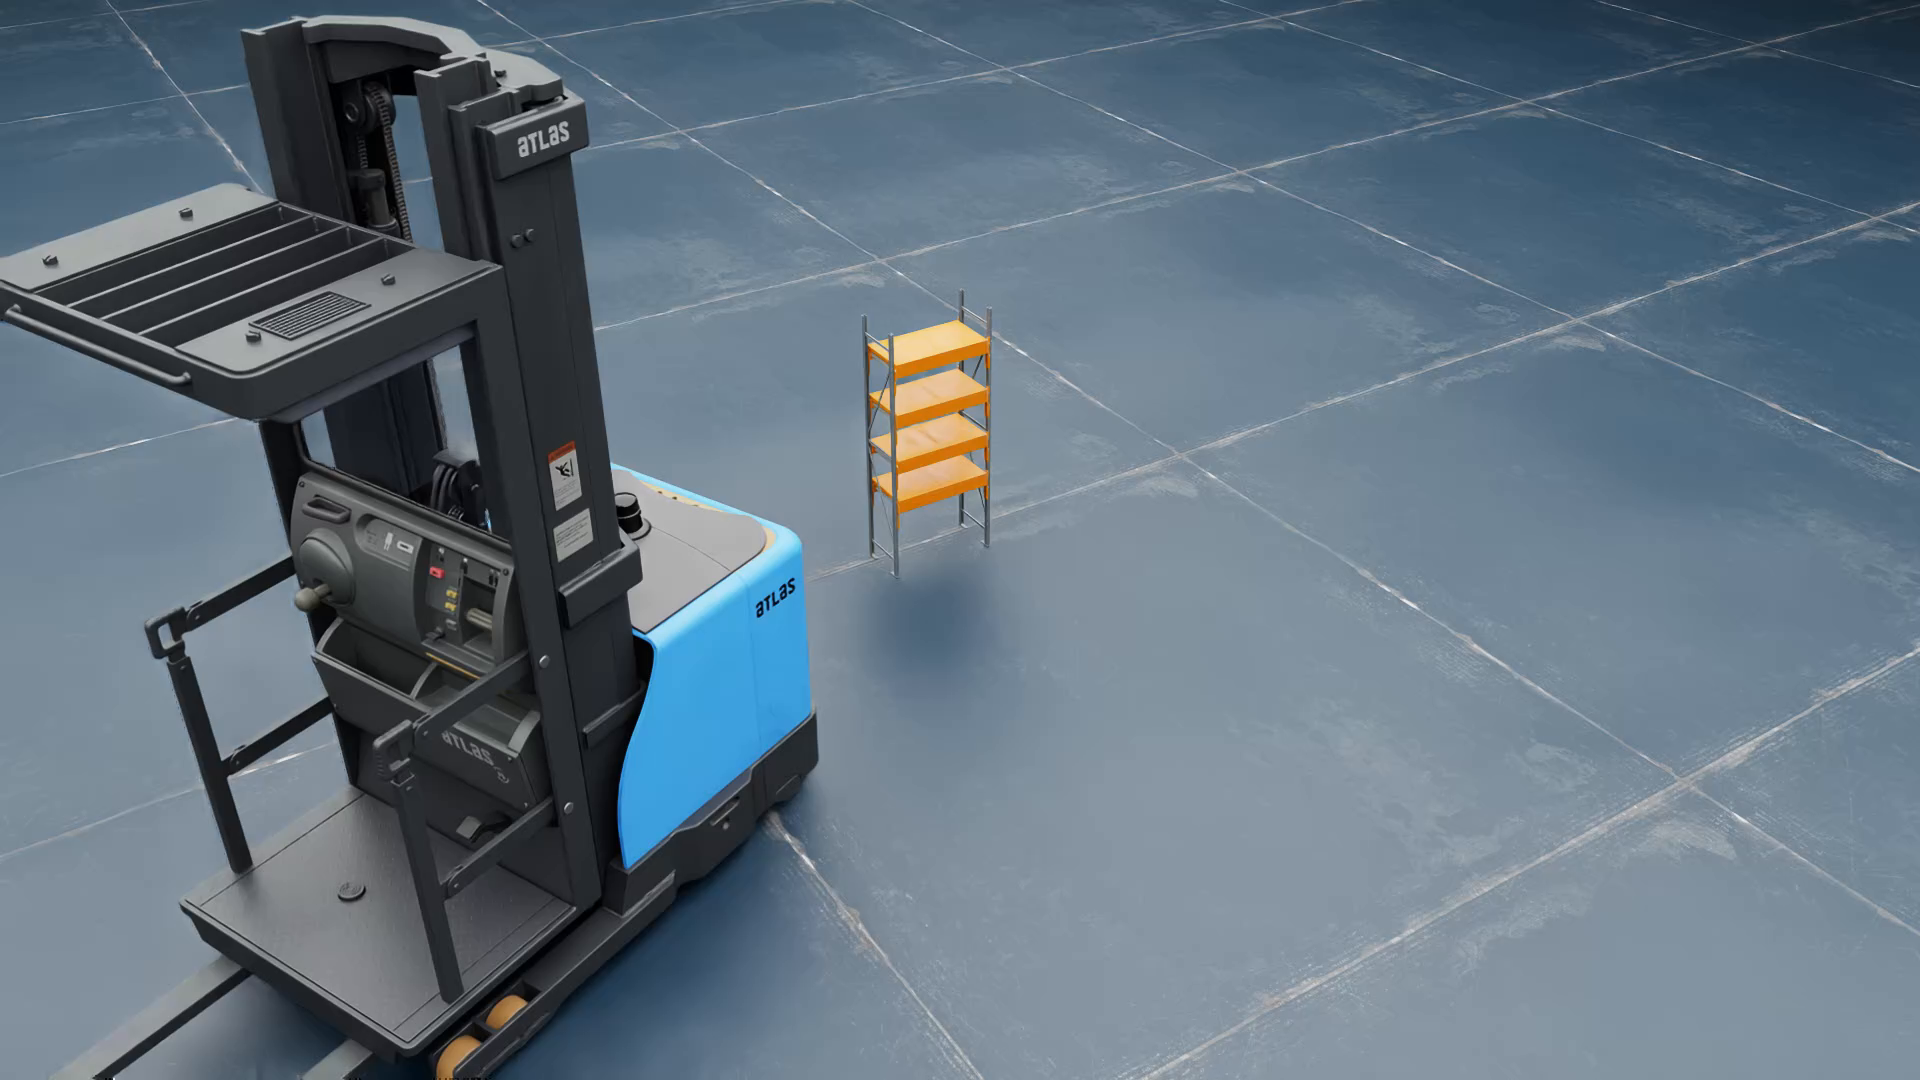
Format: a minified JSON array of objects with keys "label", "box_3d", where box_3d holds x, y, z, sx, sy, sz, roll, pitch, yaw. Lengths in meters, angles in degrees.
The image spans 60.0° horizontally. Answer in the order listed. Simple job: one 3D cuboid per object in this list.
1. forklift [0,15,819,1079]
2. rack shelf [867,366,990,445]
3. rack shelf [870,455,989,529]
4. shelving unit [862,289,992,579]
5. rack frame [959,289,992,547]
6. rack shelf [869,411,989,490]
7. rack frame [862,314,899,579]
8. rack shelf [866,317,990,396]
[{"label":"forklift","box_3d":[-1.769,0.155,4.758,1.130,2.935,3.031,19,37,28]},{"label":"rack shelf","box_3d":[-0.139,-0.592,7.271,0.480,0.148,0.258,-19,37,-27]},{"label":"rack shelf","box_3d":[-0.139,-0.235,7.496,0.480,0.148,0.258,-19,37,-27]},{"label":"shelving unit","box_3d":[-0.139,-0.460,7.354,0.503,1.200,0.258,-19,37,-27]},{"label":"rack frame","box_3d":[0.066,-0.530,7.466,0.015,1.200,0.240,-19,37,-27]},{"label":"rack shelf","box_3d":[-0.139,-0.403,7.390,0.480,0.148,0.258,-19,37,-27]},{"label":"rack frame","box_3d":[-0.344,-0.389,7.242,0.015,1.200,0.240,-19,37,-27]},{"label":"rack shelf","box_3d":[-0.139,-0.792,7.144,0.480,0.148,0.258,-19,37,-27]}]
